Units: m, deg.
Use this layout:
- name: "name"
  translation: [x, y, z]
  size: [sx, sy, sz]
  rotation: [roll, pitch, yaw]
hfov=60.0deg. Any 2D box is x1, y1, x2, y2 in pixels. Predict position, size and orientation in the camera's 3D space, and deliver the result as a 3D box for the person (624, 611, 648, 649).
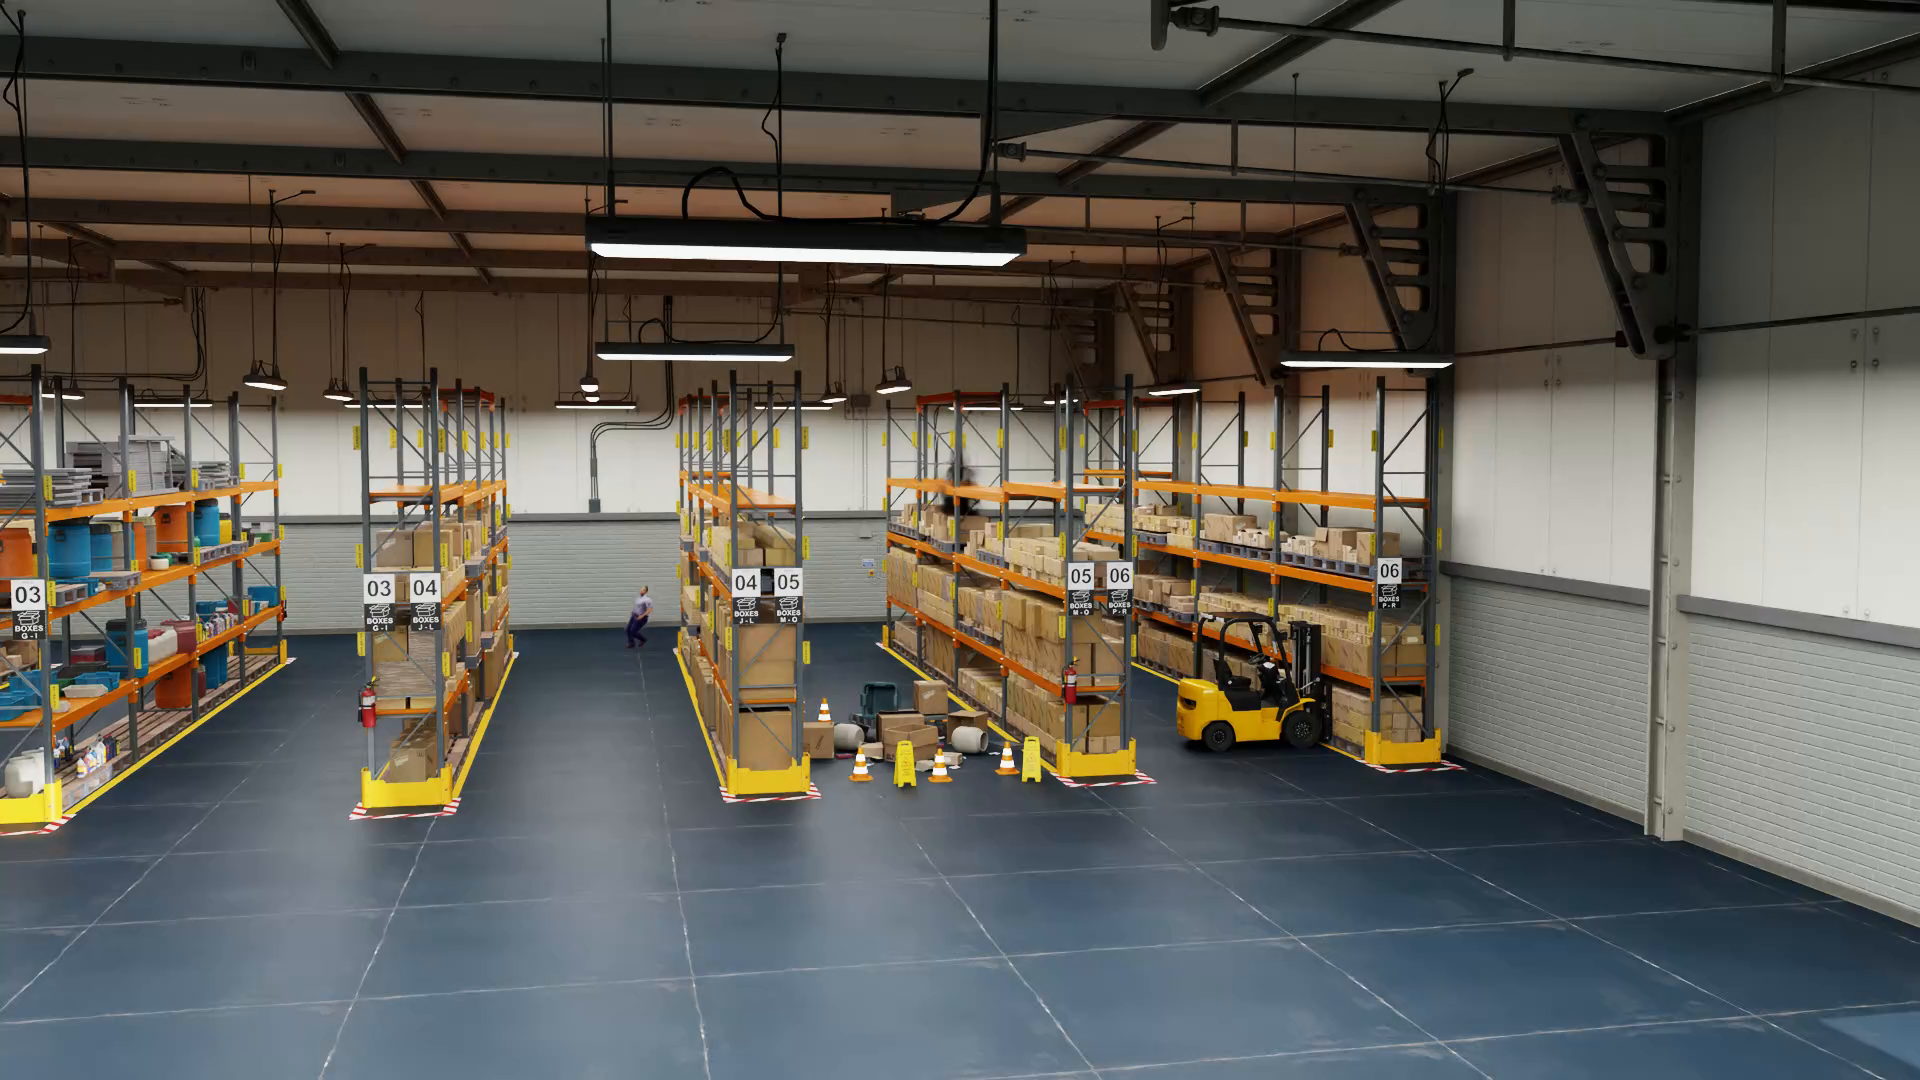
- name: "person"
  translation: [-7.759, 2.146, 39.976]
  size: [0.518, 0.986, 0.584]
  rotation: [-2, 4, -34]
